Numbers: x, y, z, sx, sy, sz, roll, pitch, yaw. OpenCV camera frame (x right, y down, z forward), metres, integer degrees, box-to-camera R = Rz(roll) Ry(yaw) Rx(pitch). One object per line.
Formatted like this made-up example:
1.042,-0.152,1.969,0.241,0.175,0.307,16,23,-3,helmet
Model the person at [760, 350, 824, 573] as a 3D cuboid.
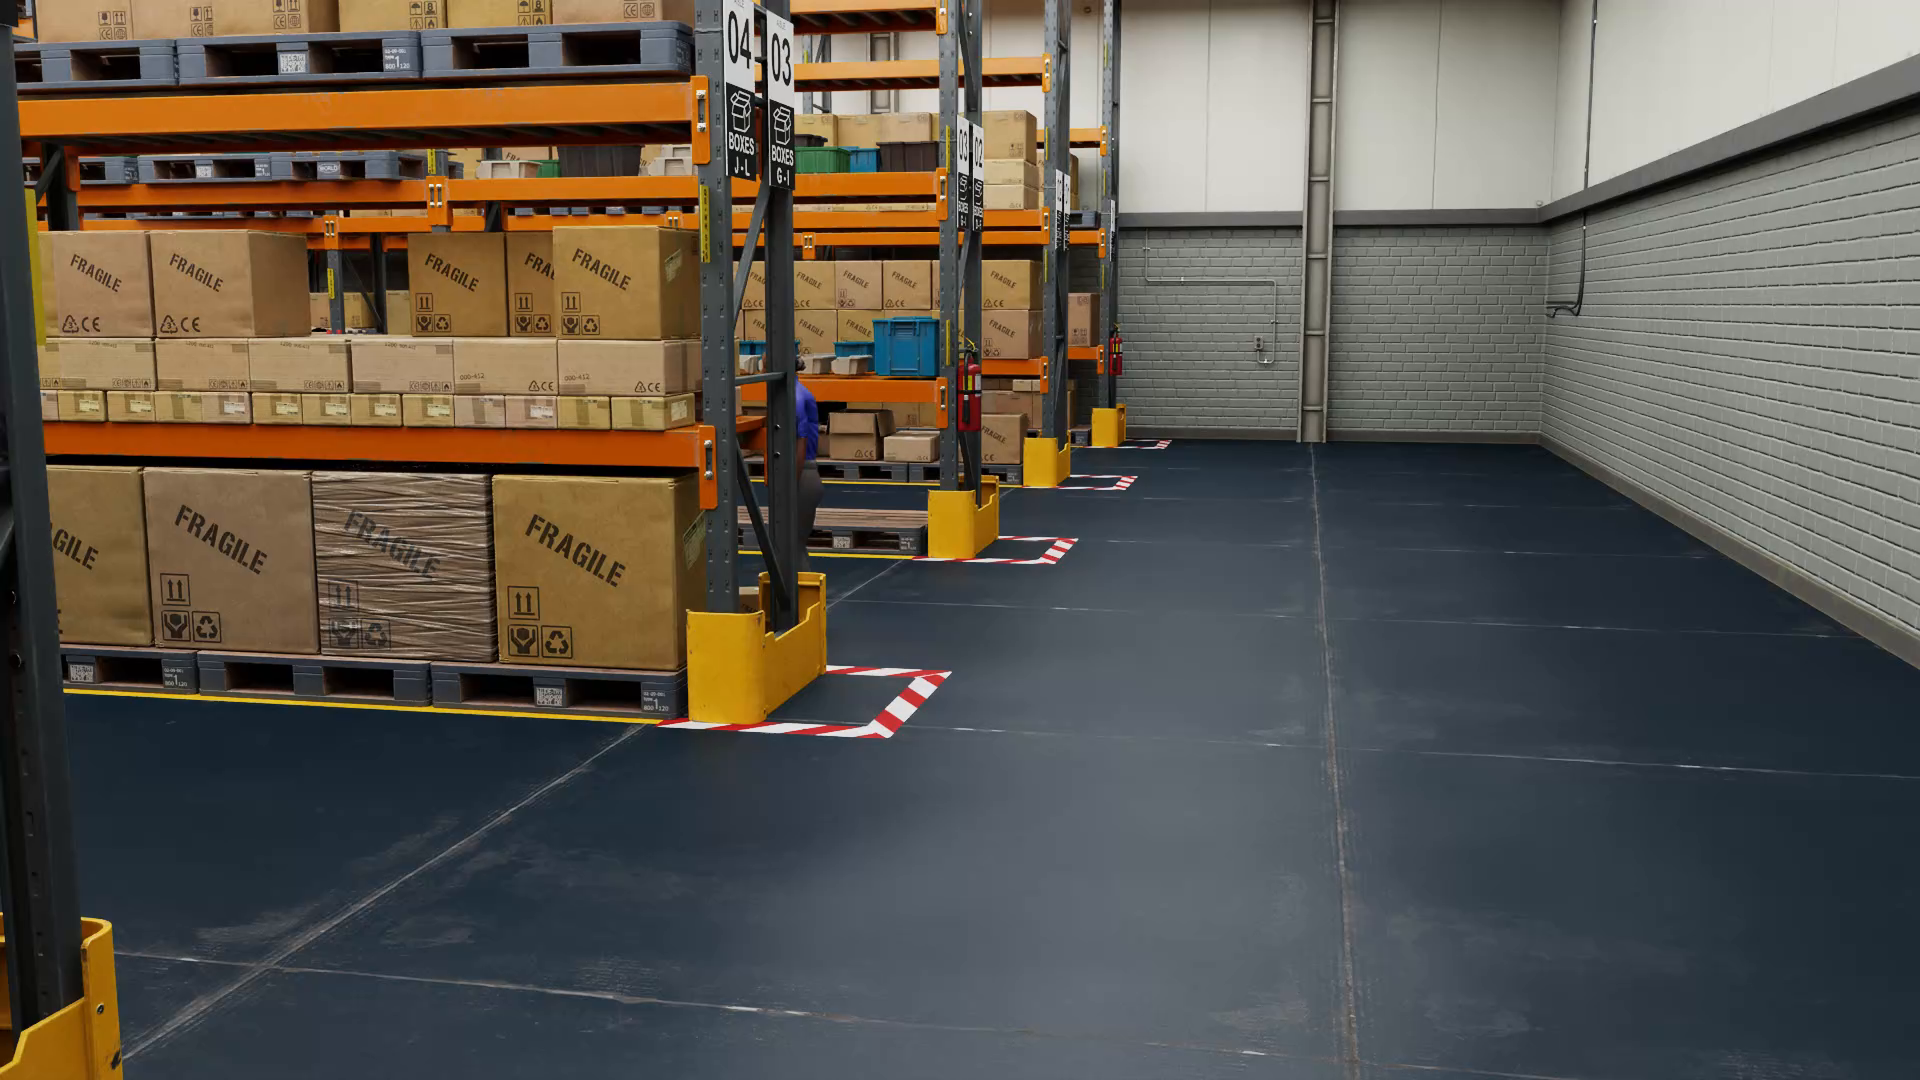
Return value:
-0.942,-0.290,9.380,0.346,1.656,0.531,-1,8,-5,person
